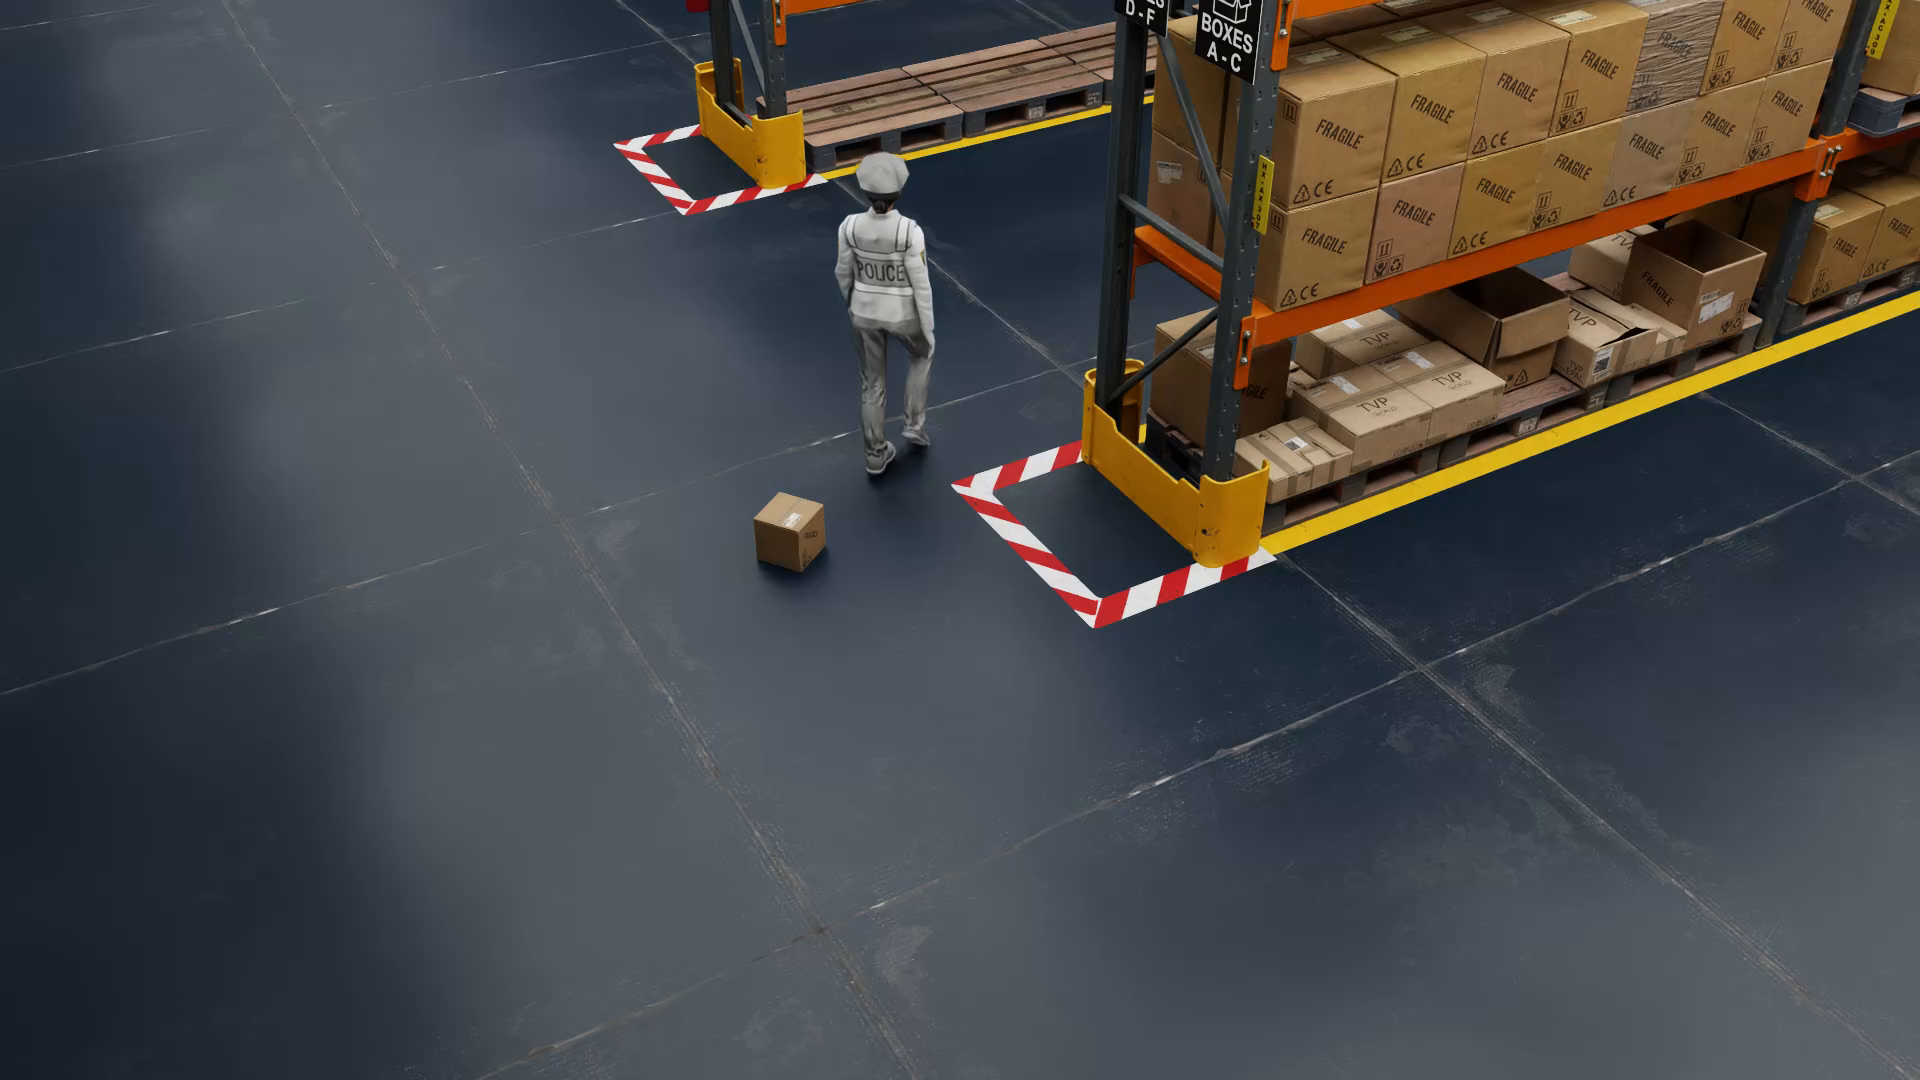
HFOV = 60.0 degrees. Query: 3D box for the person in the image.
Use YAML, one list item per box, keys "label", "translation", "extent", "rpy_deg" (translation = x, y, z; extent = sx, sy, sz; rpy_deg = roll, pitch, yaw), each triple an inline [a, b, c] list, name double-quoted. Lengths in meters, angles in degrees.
- label: "person"
  translation: [-0.363, -1.108, 8.329]
  extent: [0.523, 1.744, 0.509]
  rpy_deg: [5, 37, 7]
